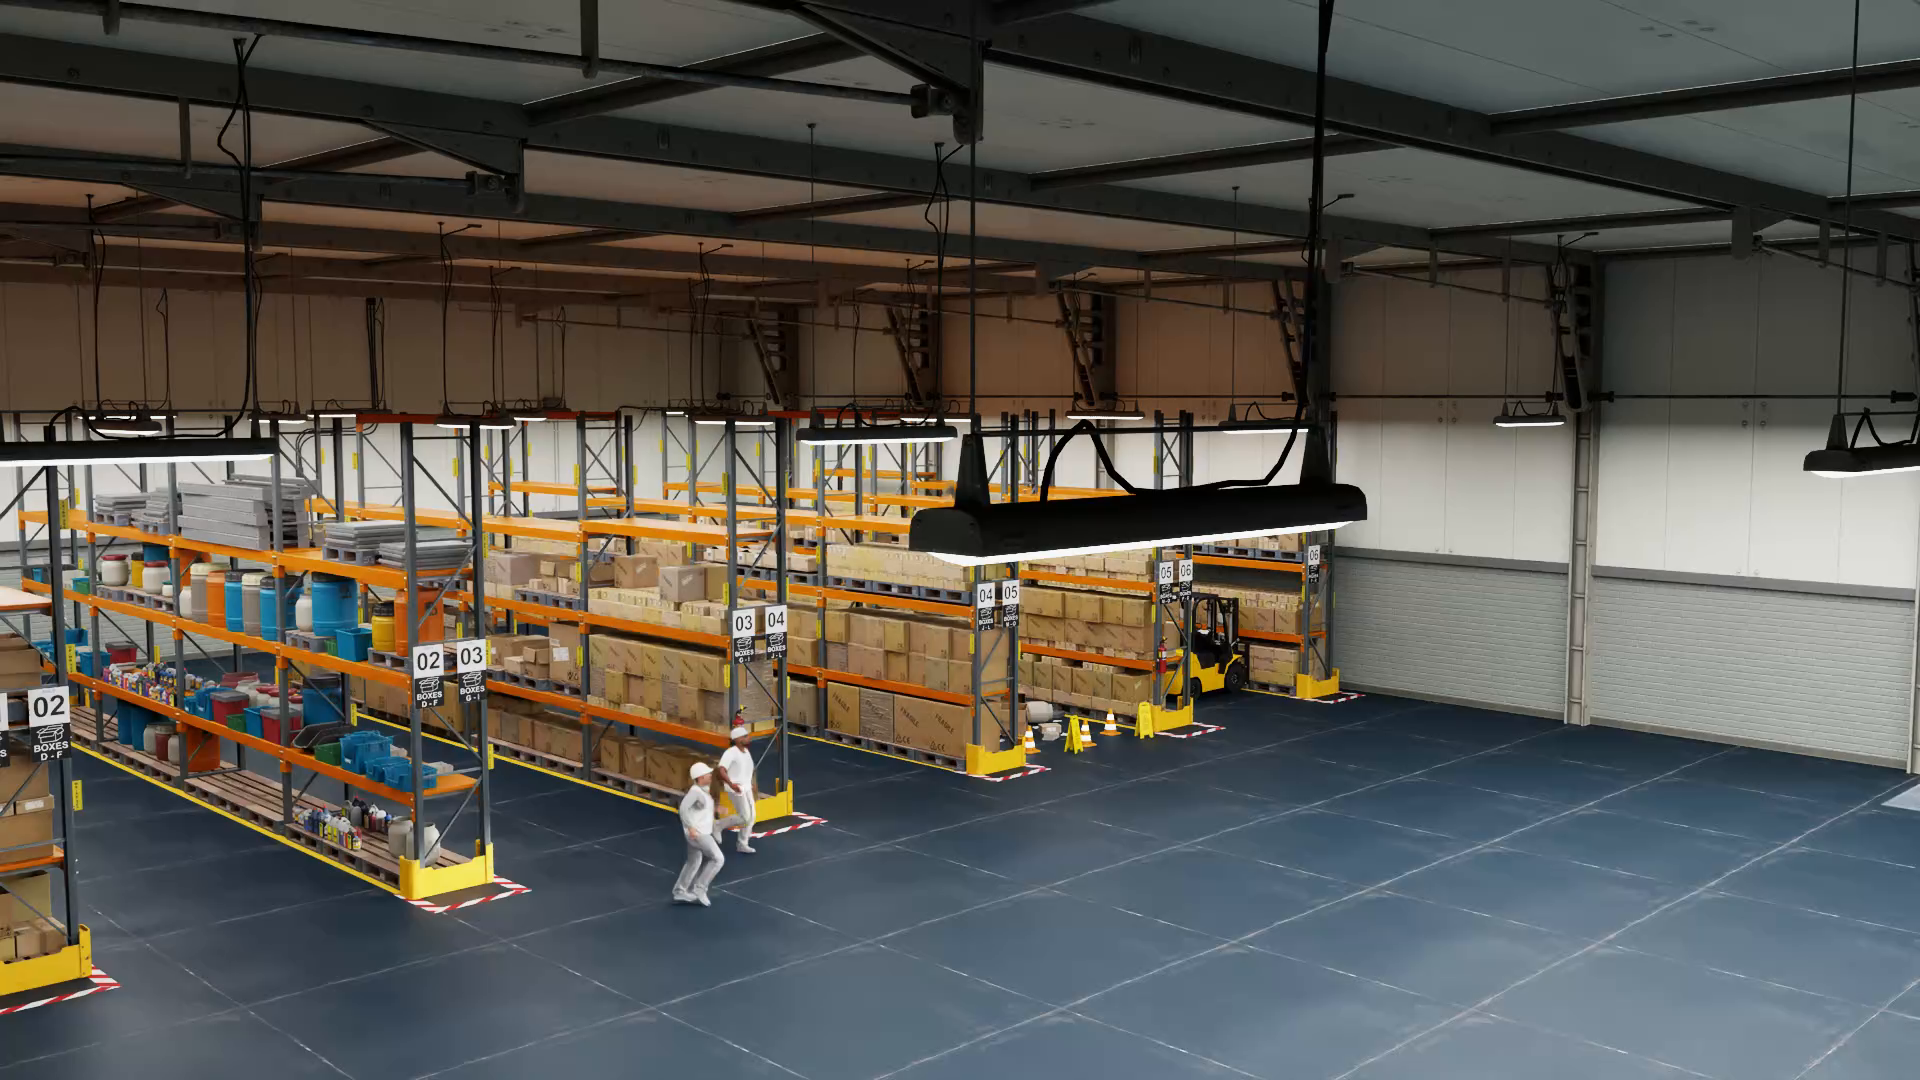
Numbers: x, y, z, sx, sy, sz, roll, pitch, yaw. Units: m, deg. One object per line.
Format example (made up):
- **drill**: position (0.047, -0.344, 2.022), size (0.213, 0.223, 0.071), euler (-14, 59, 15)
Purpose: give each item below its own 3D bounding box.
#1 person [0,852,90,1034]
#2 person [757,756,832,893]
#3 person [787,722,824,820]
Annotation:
- **person**: position (-9.158, 4.008, 16.621), size (0.955, 1.770, 0.739), euler (0, 5, -3)
- **person**: position (-2.104, 3.616, 21.074), size (0.967, 1.789, 0.667), euler (-1, 5, -12)
- **person**: position (-2.189, 3.435, 23.394), size (0.536, 1.740, 0.722), euler (1, 5, 8)
